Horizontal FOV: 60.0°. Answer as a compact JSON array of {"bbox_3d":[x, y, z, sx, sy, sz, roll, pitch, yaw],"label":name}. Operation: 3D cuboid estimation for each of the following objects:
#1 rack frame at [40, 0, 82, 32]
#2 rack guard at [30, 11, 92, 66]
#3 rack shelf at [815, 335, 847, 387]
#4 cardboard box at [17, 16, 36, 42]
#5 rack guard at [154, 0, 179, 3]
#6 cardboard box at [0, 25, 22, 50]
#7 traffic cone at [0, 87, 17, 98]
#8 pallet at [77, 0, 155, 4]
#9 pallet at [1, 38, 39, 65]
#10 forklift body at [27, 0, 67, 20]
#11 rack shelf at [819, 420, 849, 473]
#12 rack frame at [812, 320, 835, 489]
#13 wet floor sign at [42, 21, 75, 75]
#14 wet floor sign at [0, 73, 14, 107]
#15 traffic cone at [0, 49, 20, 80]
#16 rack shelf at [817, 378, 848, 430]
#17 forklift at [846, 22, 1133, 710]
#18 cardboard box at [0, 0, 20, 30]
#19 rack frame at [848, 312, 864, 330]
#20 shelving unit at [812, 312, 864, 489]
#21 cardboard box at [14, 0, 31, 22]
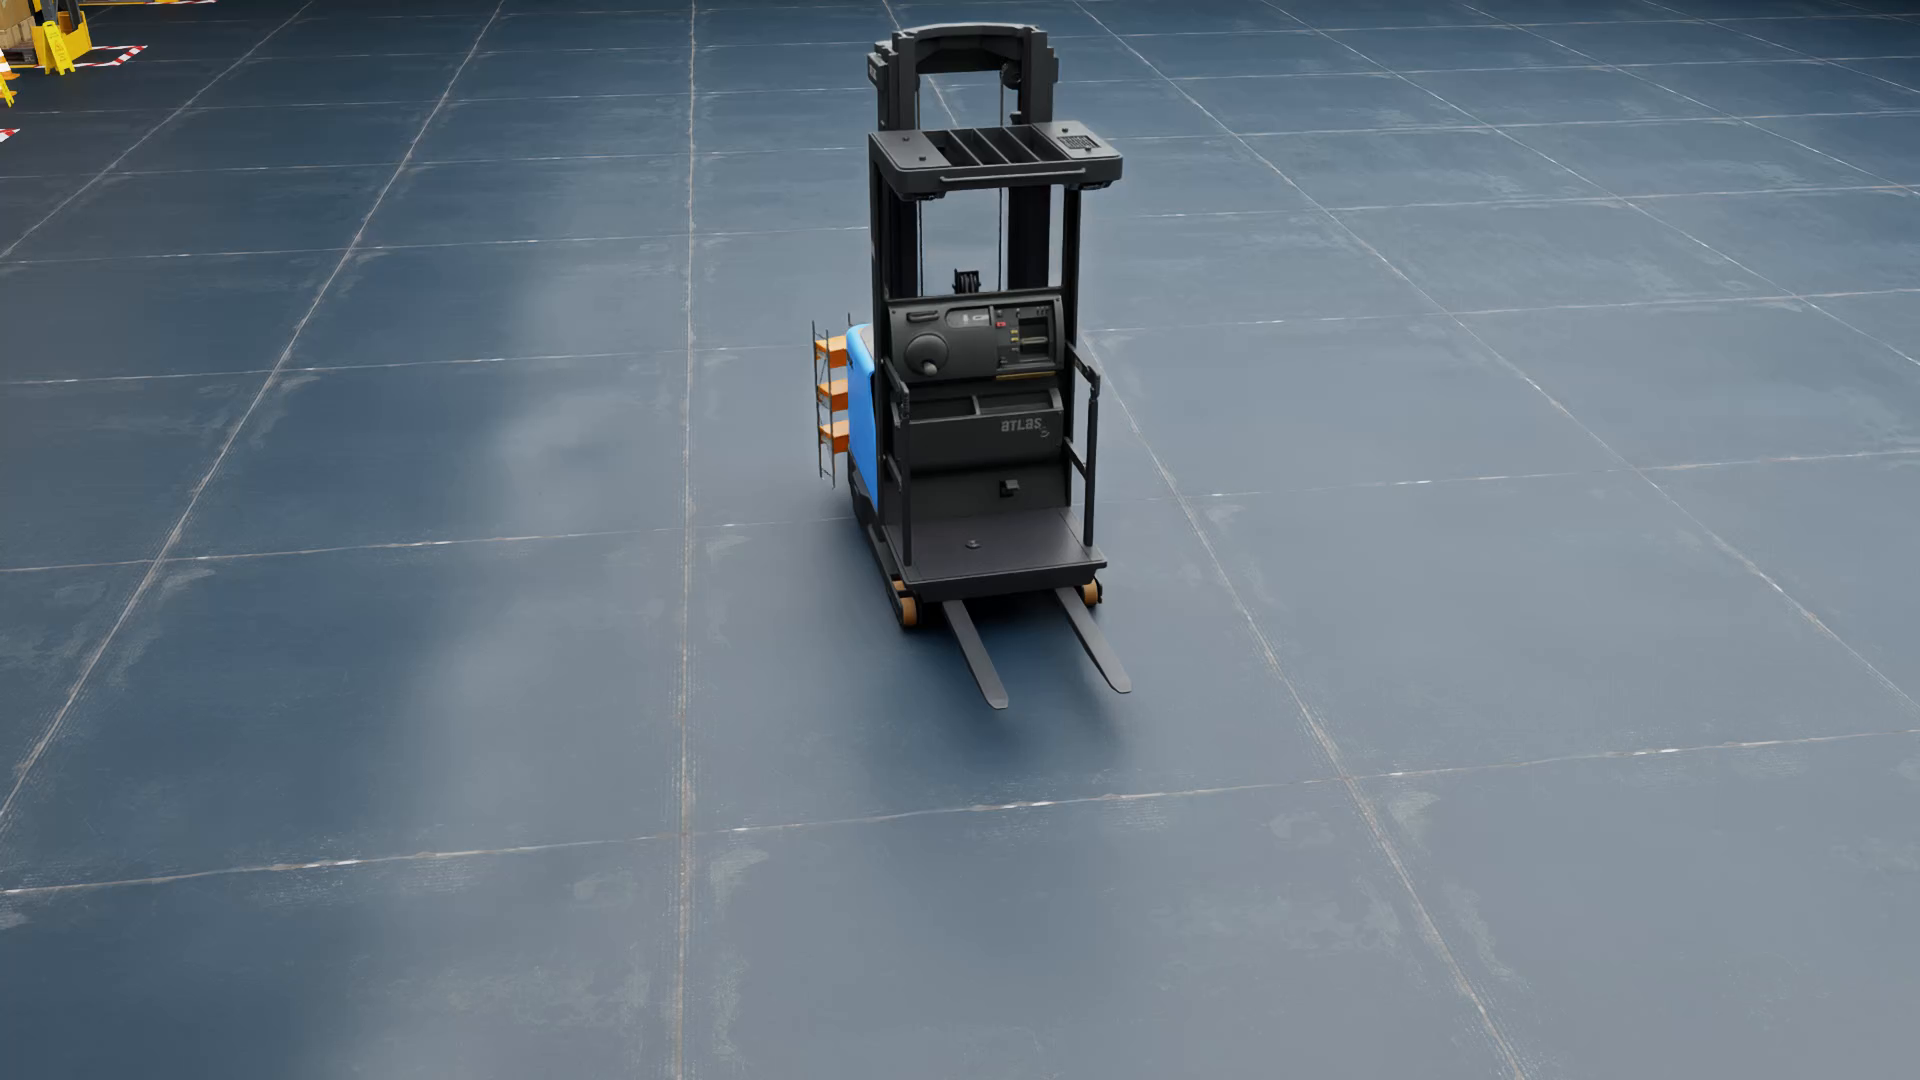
[{"bbox_3d":[-11.998,-7.864,21.791,0.127,3.000,1.000,-4,27,-7],"label":"rack frame"},{"bbox_3d":[-12.073,-6.747,22.352,0.348,0.500,1.175,-4,27,-7],"label":"rack guard"},{"bbox_3d":[-0.734,-1.097,10.137,0.240,0.259,0.215,-16,31,-28],"label":"rack shelf"},{"bbox_3d":[-12.836,-6.901,22.466,0.500,0.250,0.500,-4,27,-8],"label":"cardboard box"},{"bbox_3d":[-12.670,-8.997,26.737,0.348,0.500,1.175,-4,27,-7],"label":"rack guard"},{"bbox_3d":[-12.785,-6.653,21.982,0.500,0.250,0.500,-4,27,-7],"label":"cardboard box"},{"bbox_3d":[-11.753,-5.645,20.244,0.334,0.463,0.336,-4,27,-7],"label":"traffic cone"},{"bbox_3d":[-13.445,-8.800,26.668,1.213,0.211,1.003,-4,27,-7],"label":"pallet"},{"bbox_3d":[-12.883,-6.583,22.348,1.213,0.211,1.003,-4,27,-7],"label":"pallet"},{"bbox_3d":[-14.317,-8.785,24.515,1.214,2.155,2.313,-4,27,-7],"label":"forklift body"},{"bbox_3d":[-0.730,-0.597,10.392,0.240,0.259,0.215,-16,31,-28],"label":"rack shelf"},{"bbox_3d":[-0.836,-0.824,10.205,0.008,1.050,0.200,-16,31,-28],"label":"rack frame"},{"bbox_3d":[-11.661,-6.345,21.409,0.232,0.644,0.267,6,28,11],"label":"wet floor sign"},{"bbox_3d":[-11.456,-5.482,19.728,0.232,0.644,0.267,-8,28,-16],"label":"wet floor sign"},{"bbox_3d":[-12.244,-6.125,21.180,0.334,0.463,0.336,-4,27,-7],"label":"traffic cone"},{"bbox_3d":[-0.732,-0.844,10.266,0.240,0.259,0.215,-16,31,-28],"label":"rack shelf"},{"bbox_3d":[0.143,-1.027,8.541,1.130,2.935,3.031,-6,28,-12],"label":"forklift"},{"bbox_3d":[-12.755,-6.992,21.822,0.500,0.500,0.500,-4,27,-7],"label":"cardboard box"},{"bbox_3d":[-0.628,-0.883,10.317,0.008,1.050,0.200,-16,31,-28],"label":"rack frame"},{"bbox_3d":[-0.732,-0.854,10.261,0.252,1.050,0.215,-16,31,-28],"label":"shelving unit"},{"bbox_3d":[-12.859,-7.233,22.292,0.500,0.500,0.500,-5,28,-9],"label":"cardboard box"}]
